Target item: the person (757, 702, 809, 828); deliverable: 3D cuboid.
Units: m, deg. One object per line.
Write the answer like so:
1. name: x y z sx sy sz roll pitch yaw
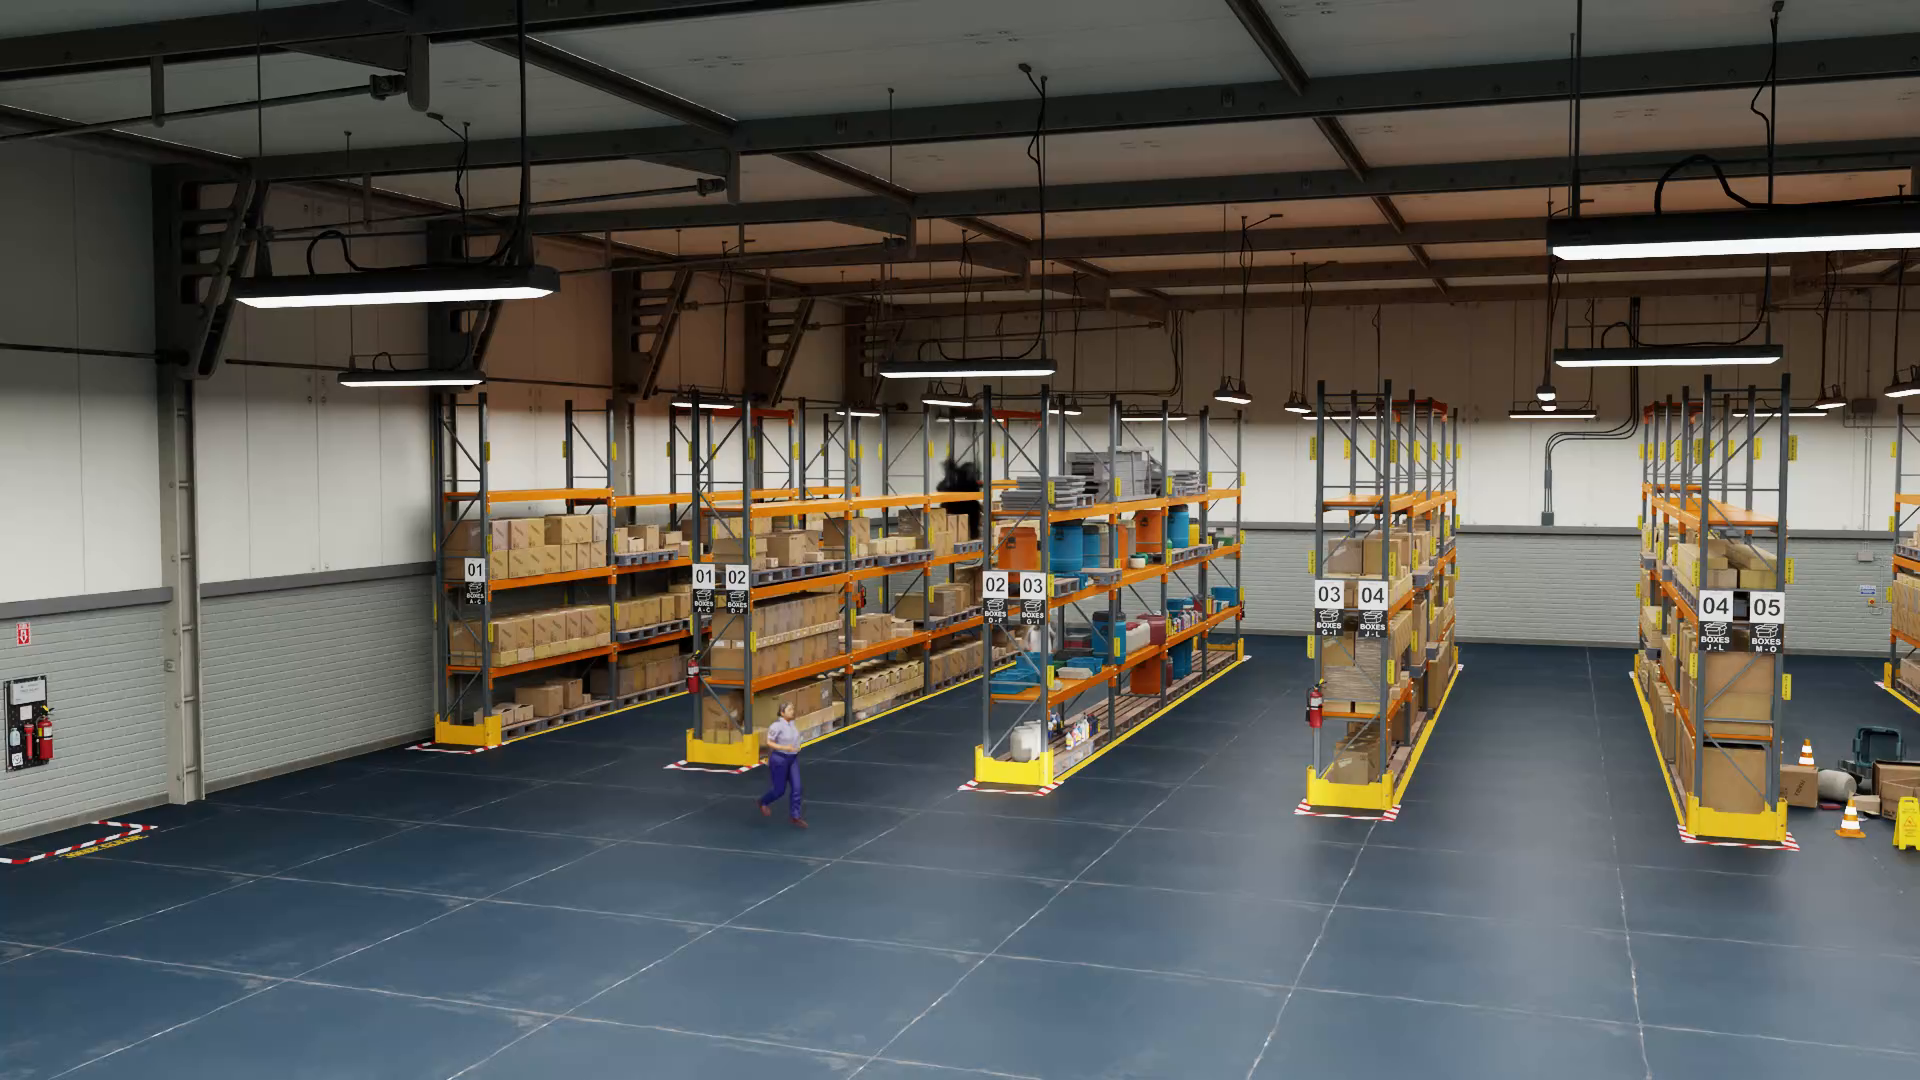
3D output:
1. person: -2.395 3.003 22.298 0.842 1.660 0.596 2 4 34

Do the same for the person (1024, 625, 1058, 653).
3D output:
1. person: 1.630 2.346 33.644 0.683 1.765 0.896 1 3 17
